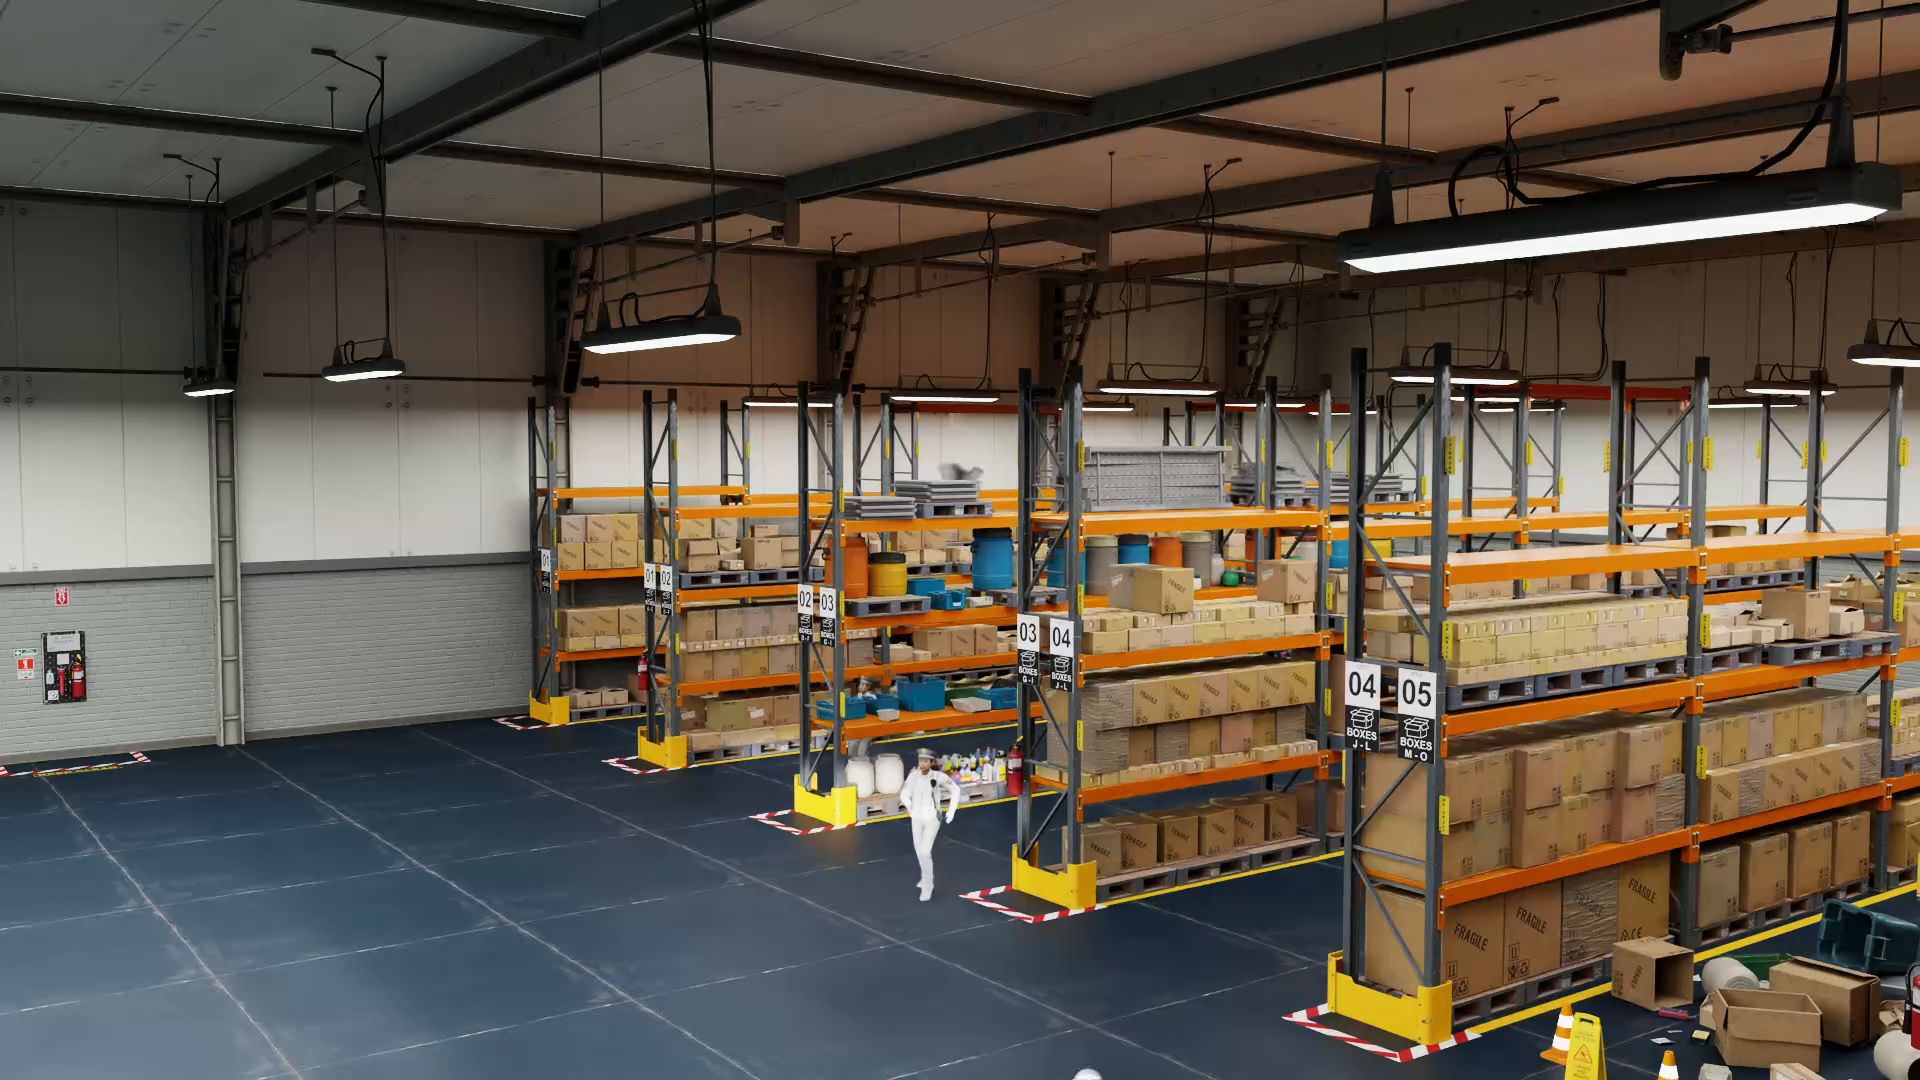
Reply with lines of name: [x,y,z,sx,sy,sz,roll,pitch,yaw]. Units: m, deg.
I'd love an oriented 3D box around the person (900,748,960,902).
person: [-0.366,3.220,18.896,0.637,1.750,0.717,1,4,23]

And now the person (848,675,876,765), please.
person: [-1.437,2.854,25.098,0.602,1.651,0.542,3,5,43]

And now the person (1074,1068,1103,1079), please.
person: [0.707,3.776,9.282,0.608,1.721,0.818,0,3,5]
